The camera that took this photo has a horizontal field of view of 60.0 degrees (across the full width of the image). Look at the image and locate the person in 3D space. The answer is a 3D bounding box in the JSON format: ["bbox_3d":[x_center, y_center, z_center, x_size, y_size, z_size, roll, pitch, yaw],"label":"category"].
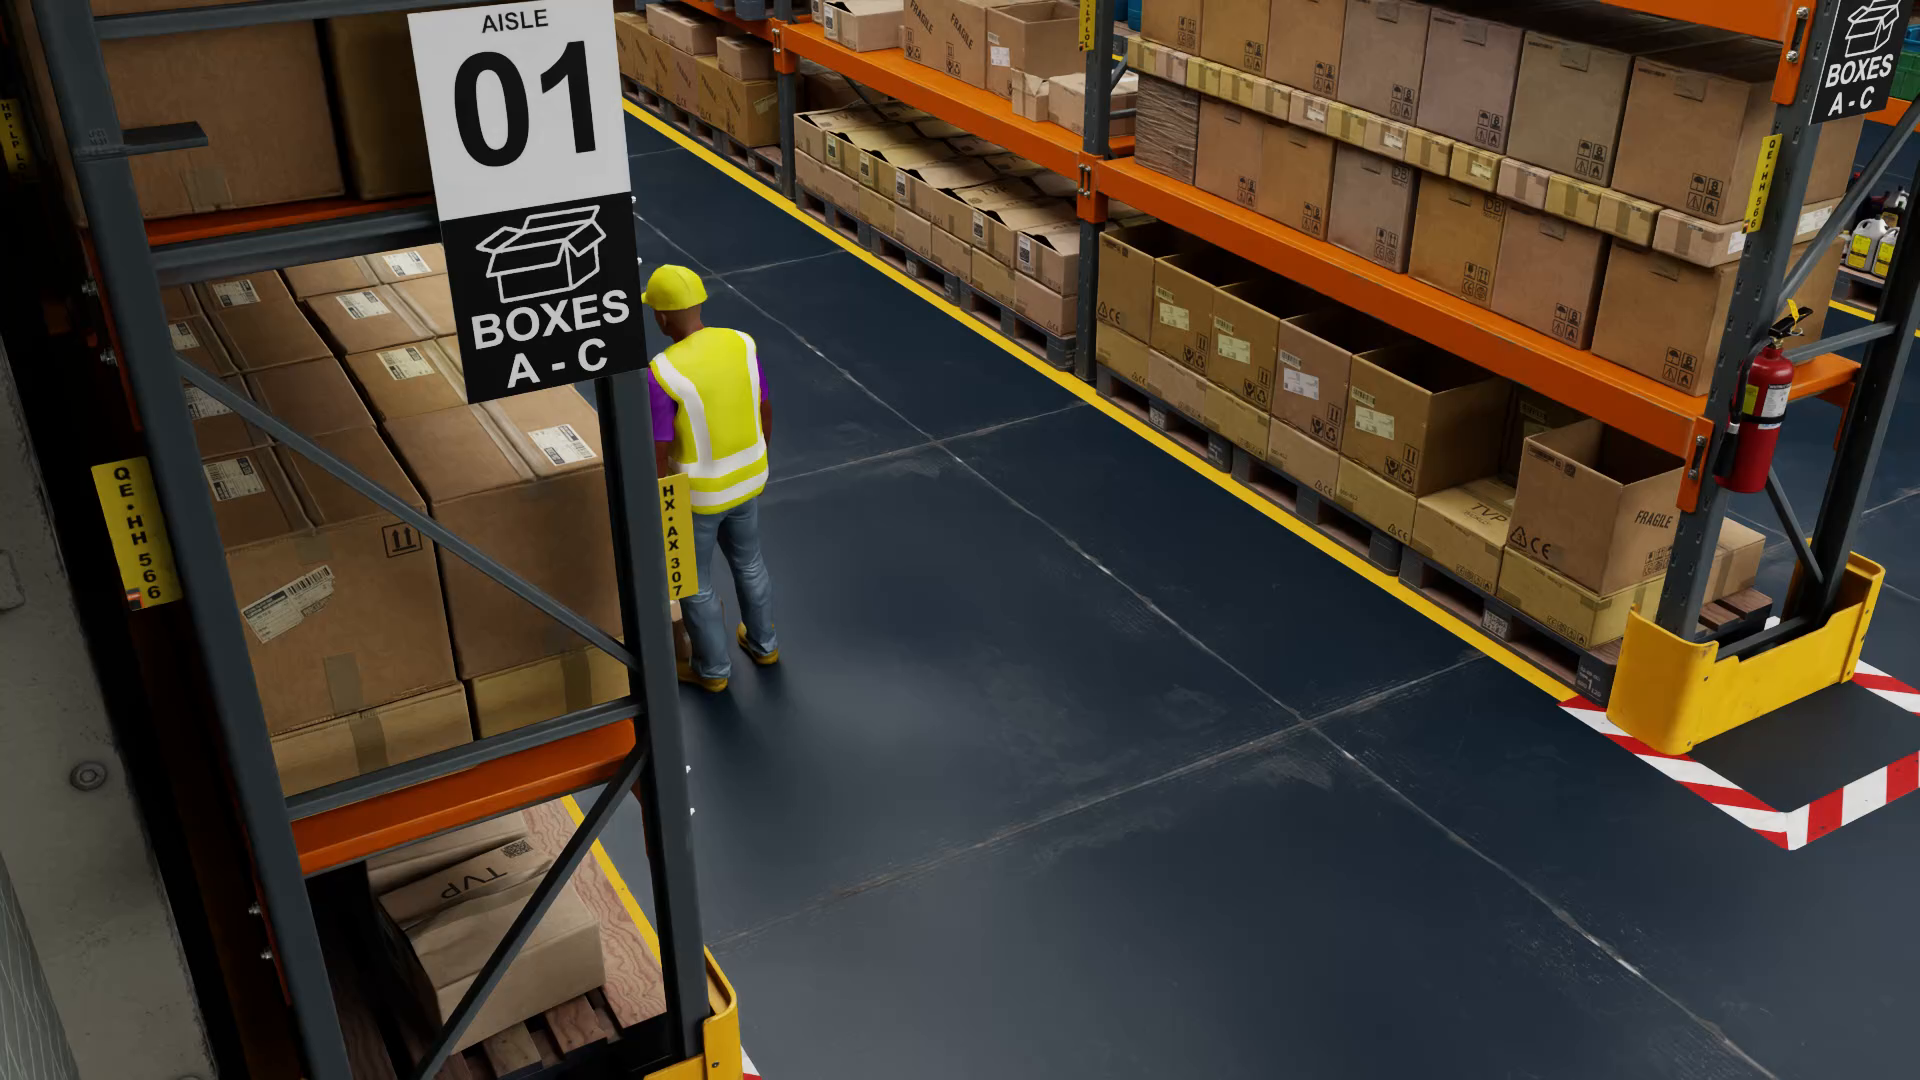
[{"bbox_3d":[-0.996,-0.228,6.520,0.454,1.761,0.636,25,37,37],"label":"person"}]
